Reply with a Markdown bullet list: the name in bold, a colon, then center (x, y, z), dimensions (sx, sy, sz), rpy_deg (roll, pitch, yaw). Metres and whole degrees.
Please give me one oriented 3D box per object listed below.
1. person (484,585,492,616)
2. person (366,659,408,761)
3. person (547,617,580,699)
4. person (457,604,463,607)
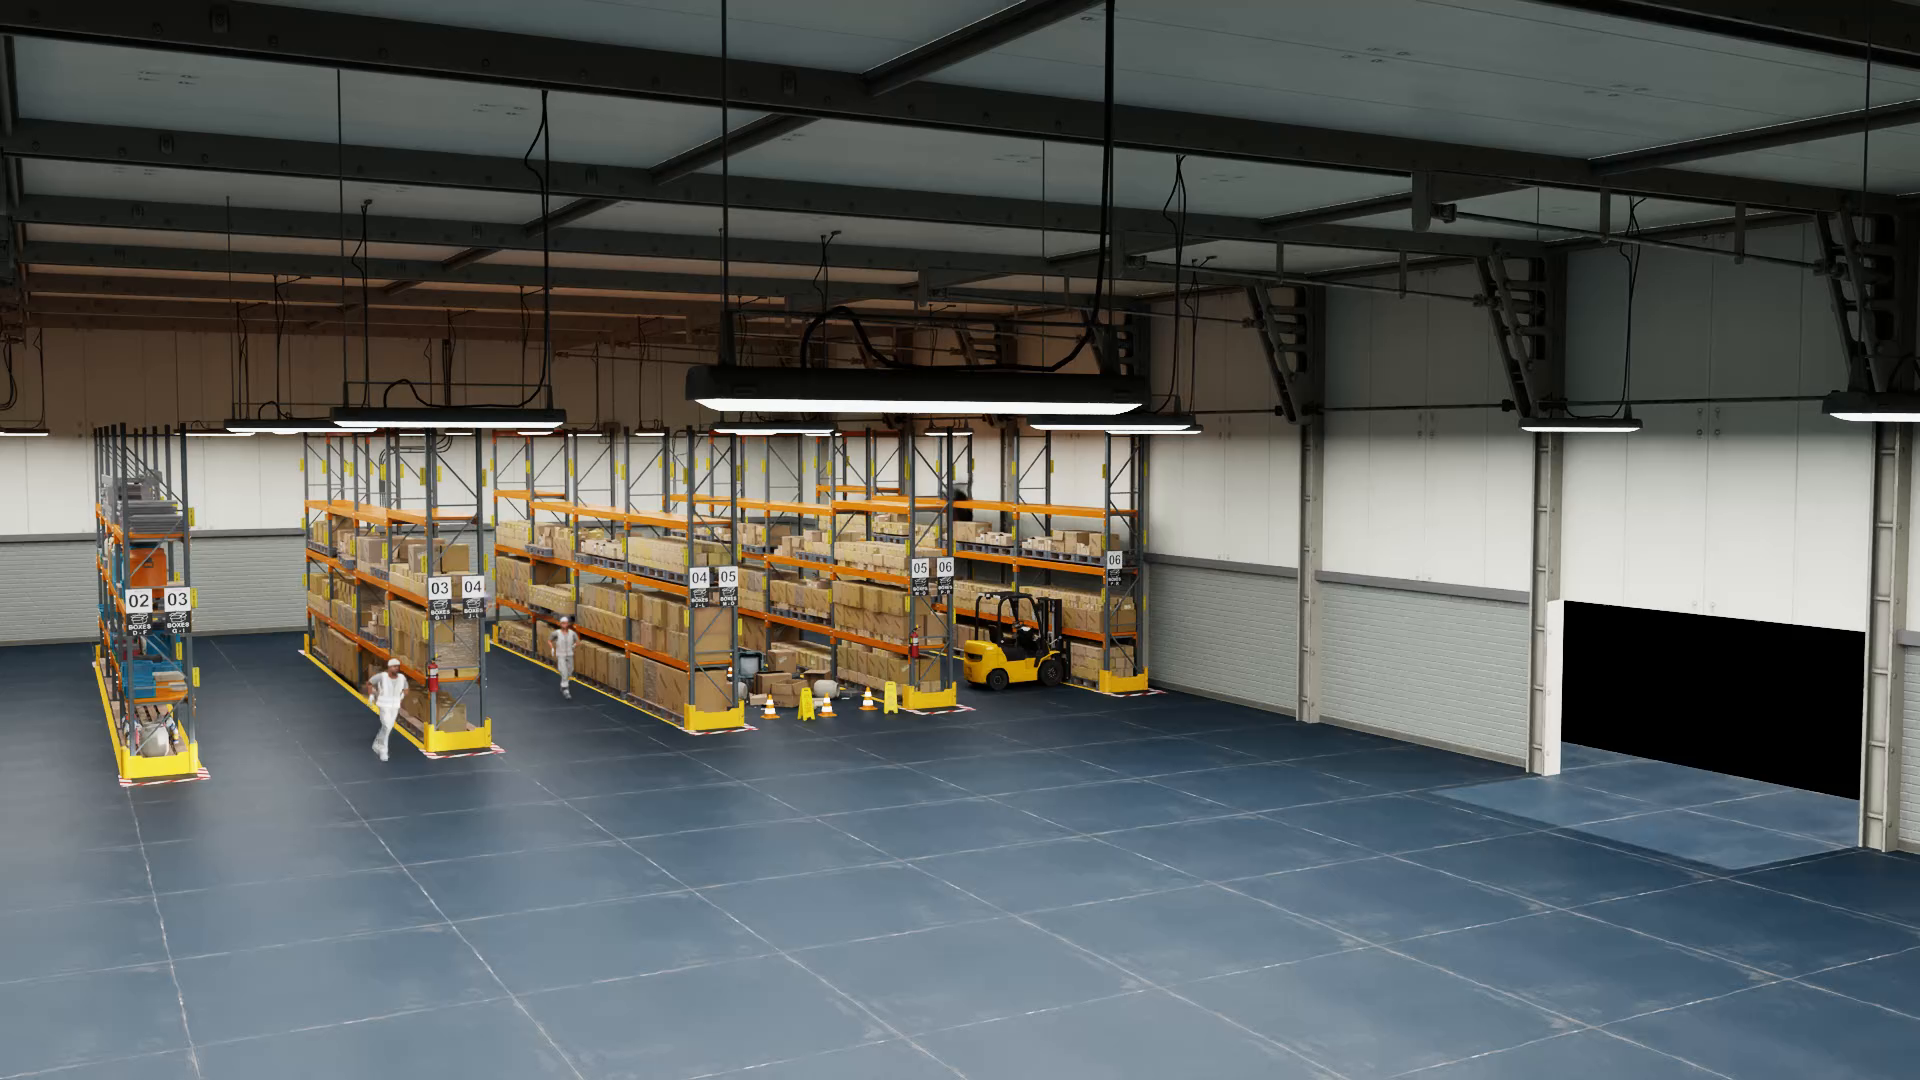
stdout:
- **person**: center (-13.742, 2.084, 47.665), dimensions (0.654, 1.516, 0.666), rpy_deg (1, 4, 16)
- **person**: center (-10.322, 3.035, 30.030), dimensions (0.793, 1.793, 0.696), rpy_deg (3, 5, 43)
- **person**: center (-8.740, 2.587, 36.797), dimensions (0.673, 1.777, 0.872), rpy_deg (-2, 4, -32)
- **person**: center (-14.329, 2.042, 46.786), dimensions (0.792, 1.670, 0.601), rpy_deg (1, 4, 14)
